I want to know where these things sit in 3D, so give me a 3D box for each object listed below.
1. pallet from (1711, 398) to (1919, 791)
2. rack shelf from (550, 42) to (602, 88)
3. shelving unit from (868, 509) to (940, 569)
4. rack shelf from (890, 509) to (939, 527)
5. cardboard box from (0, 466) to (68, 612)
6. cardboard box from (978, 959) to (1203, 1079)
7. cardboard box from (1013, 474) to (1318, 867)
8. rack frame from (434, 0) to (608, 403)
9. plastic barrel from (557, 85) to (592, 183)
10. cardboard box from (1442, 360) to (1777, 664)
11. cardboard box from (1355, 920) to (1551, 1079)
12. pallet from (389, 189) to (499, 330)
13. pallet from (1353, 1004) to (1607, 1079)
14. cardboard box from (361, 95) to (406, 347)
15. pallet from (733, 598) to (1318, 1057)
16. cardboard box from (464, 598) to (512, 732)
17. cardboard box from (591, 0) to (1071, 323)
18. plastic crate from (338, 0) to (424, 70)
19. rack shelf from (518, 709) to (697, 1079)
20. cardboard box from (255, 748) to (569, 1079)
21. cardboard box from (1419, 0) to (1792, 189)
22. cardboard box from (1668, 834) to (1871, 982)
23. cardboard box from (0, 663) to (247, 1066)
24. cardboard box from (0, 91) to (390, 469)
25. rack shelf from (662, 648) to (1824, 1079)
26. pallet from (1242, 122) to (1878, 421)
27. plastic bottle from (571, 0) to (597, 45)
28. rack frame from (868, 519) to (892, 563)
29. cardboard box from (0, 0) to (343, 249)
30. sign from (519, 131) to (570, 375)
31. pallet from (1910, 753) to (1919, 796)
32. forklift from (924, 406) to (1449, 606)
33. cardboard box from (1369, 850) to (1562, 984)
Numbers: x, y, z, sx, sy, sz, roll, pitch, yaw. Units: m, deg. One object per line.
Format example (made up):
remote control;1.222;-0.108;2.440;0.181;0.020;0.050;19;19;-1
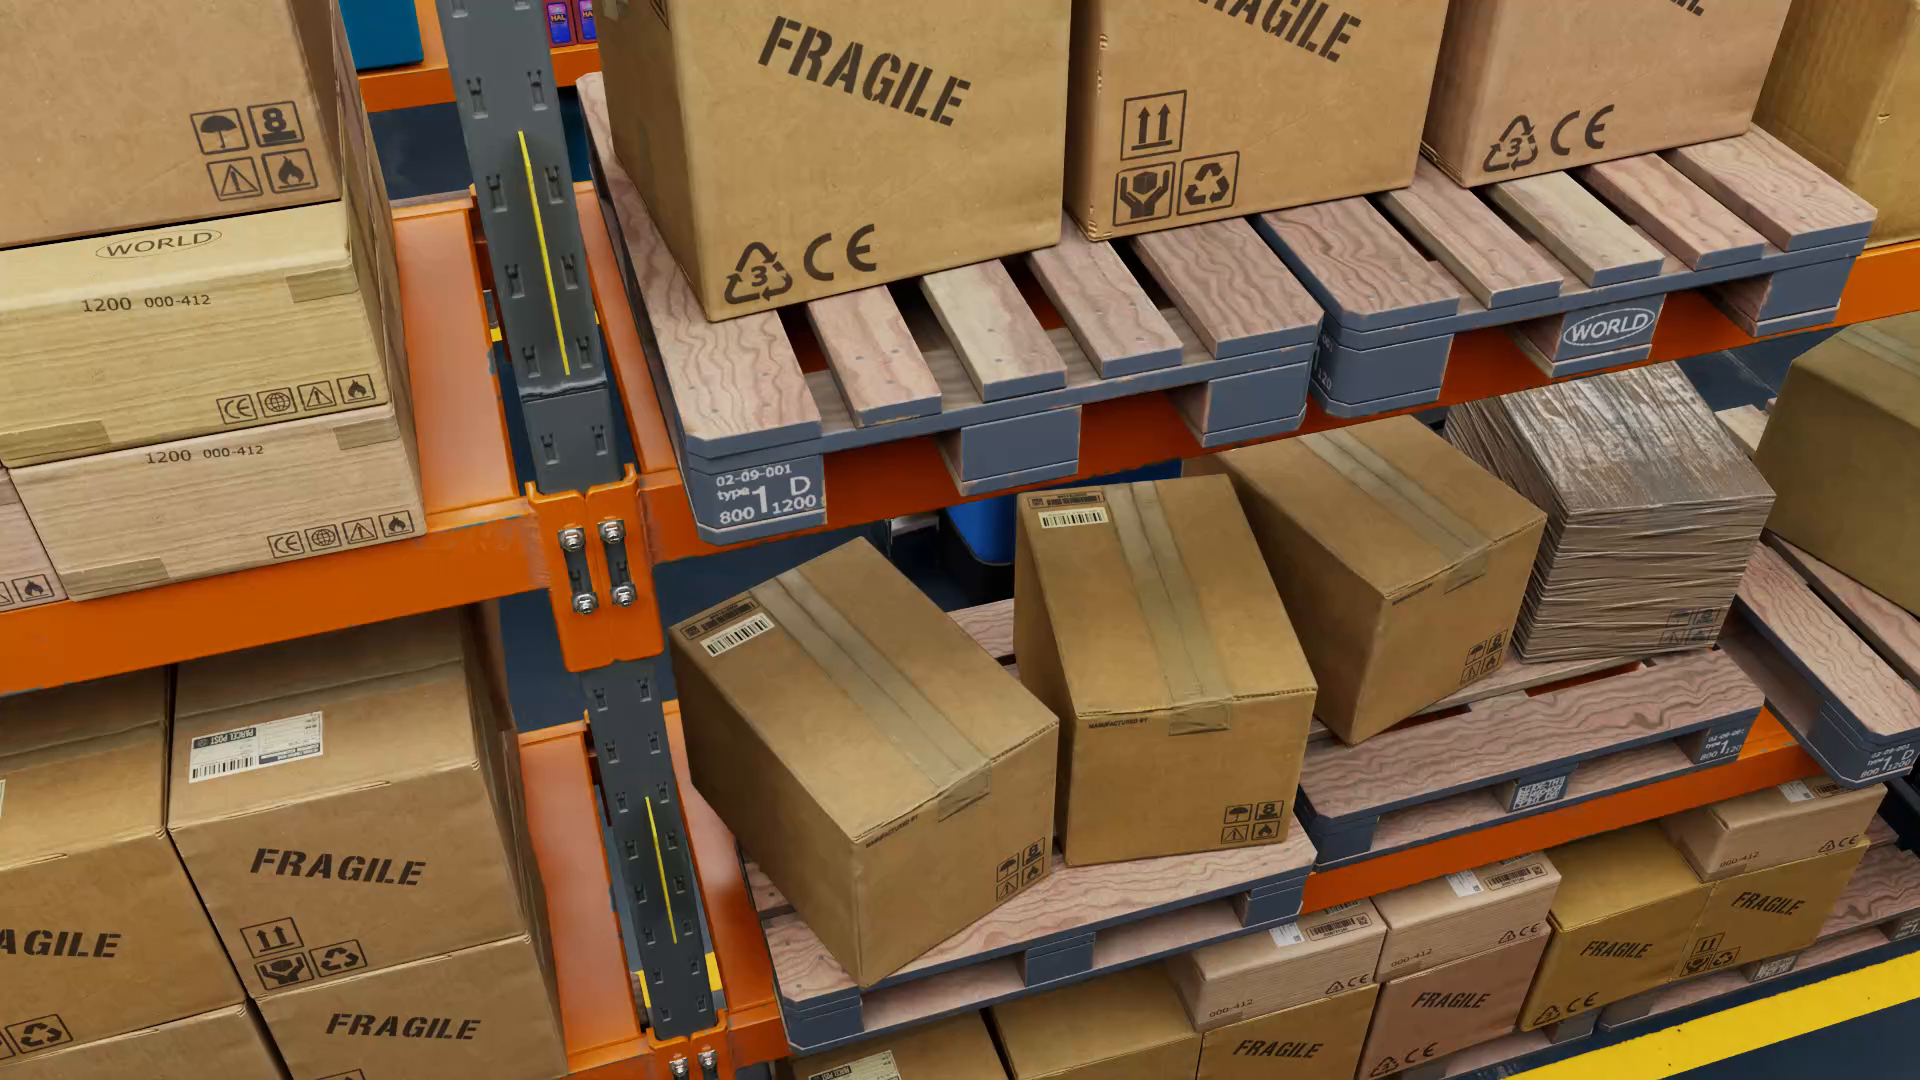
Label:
pallet;2.462;0.065;4.542;1.003;0.211;1.213;-12;42;-13
rack shelf;-0.305;-2.629;8.026;4.000;0.370;1.077;-12;42;-13
shelving unit;-0.223;-0.270;6.375;0.210;0.900;0.258;-16;44;-18
rack shelf;-0.223;-0.177;6.457;0.200;0.077;0.258;-16;44;-18
cardboard box;-1.592;-0.113;2.434;0.500;0.250;0.500;-12;42;-13
cardboard box;0.312;1.325;4.518;0.500;0.500;0.500;-11;42;-12
cardboard box;0.428;0.280;3.754;0.500;0.500;0.700;-5;41;-6
rack frame;-0.728;-1.654;1.804;0.127;3.000;1.000;-12;42;-13
plastic barrel;-1.688;-1.969;8.000;0.708;0.901;0.600;-12;42;-13
cardboard box;1.591;-0.125;4.218;0.500;0.500;0.700;-4;41;-5
cardboard box;1.273;1.132;4.740;0.500;0.500;0.500;-13;43;-15
pallet;-2.902;-1.285;8.060;1.213;0.211;1.003;-12;42;-13
pallet;1.202;1.227;5.185;1.213;0.211;1.003;-12;42;-13
cardboard box;-1.266;-0.527;2.908;0.500;0.250;0.500;-12;42;-13
pallet;0.067;0.588;3.943;1.213;0.211;1.003;-12;42;-13
cardboard box;-1.262;0.107;3.511;0.500;0.500;0.500;-11;42;-12
cardboard box;-0.225;-0.812;2.648;0.600;0.600;0.600;-16;43;-17
plastic crate;-2.555;-2.215;6.972;0.575;0.384;0.392;-12;42;-13
rack shelf;-2.635;1.271;3.562;4.000;0.370;1.077;-12;42;-13
cardboard box;-1.128;0.827;3.447;0.500;0.500;0.500;-11;42;-12
cardboard box;1.046;-1.077;2.952;0.600;0.600;0.600;-13;43;-15
cardboard box;2.266;0.922;4.980;0.500;0.500;0.500;-10;42;-11
cardboard box;-1.620;0.556;2.998;0.500;0.500;0.500;-12;43;-14
cardboard box;-1.110;-0.390;2.371;0.500;0.250;0.500;-12;42;-13
rack shelf;1.180;0.481;4.467;4.000;0.370;1.077;-12;42;-13
pallet;0.904;-0.746;3.187;1.003;0.211;1.213;-12;42;-13
plastic bottle;-1.607;-2.291;7.182;0.133;0.283;0.061;-12;42;-13
rack frame;-0.316;-0.243;6.345;0.006;0.900;0.240;-16;44;-18
cardboard box;-1.180;-0.819;2.292;0.500;0.500;0.700;-12;42;-13
sign;-0.558;-0.380;2.233;0.005;0.325;0.100;-12;42;-13
pallet;3.884;0.726;5.758;1.213;0.211;1.003;-12;42;-13
forklift;1.260;-1.470;6.204;3.031;2.935;1.130;-16;44;-18
cardboard box;1.239;0.858;4.483;0.500;0.250;0.500;-12;43;-14
